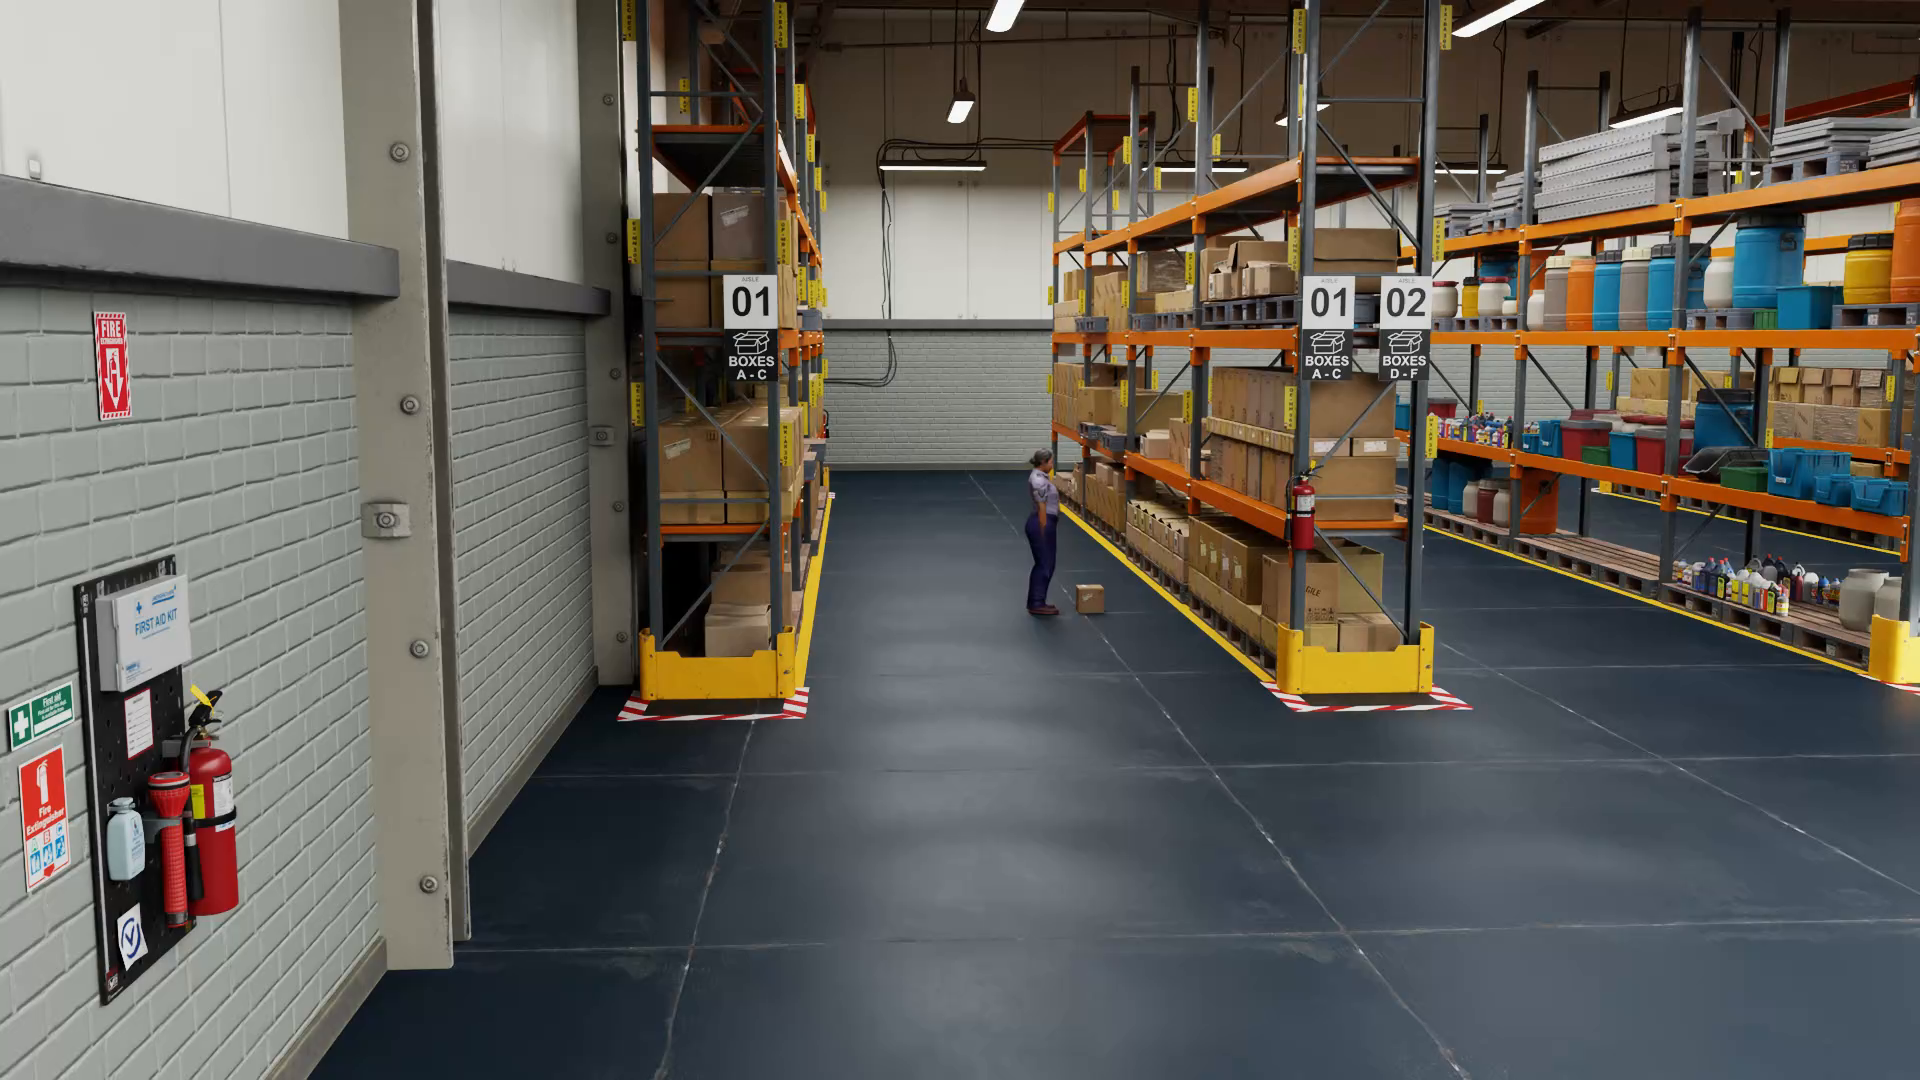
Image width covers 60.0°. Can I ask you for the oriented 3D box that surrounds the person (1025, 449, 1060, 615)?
[{"bbox_3d":[0.820,-0.092,16.612,0.341,1.643,0.472,0,7,-3],"label":"person"}]
